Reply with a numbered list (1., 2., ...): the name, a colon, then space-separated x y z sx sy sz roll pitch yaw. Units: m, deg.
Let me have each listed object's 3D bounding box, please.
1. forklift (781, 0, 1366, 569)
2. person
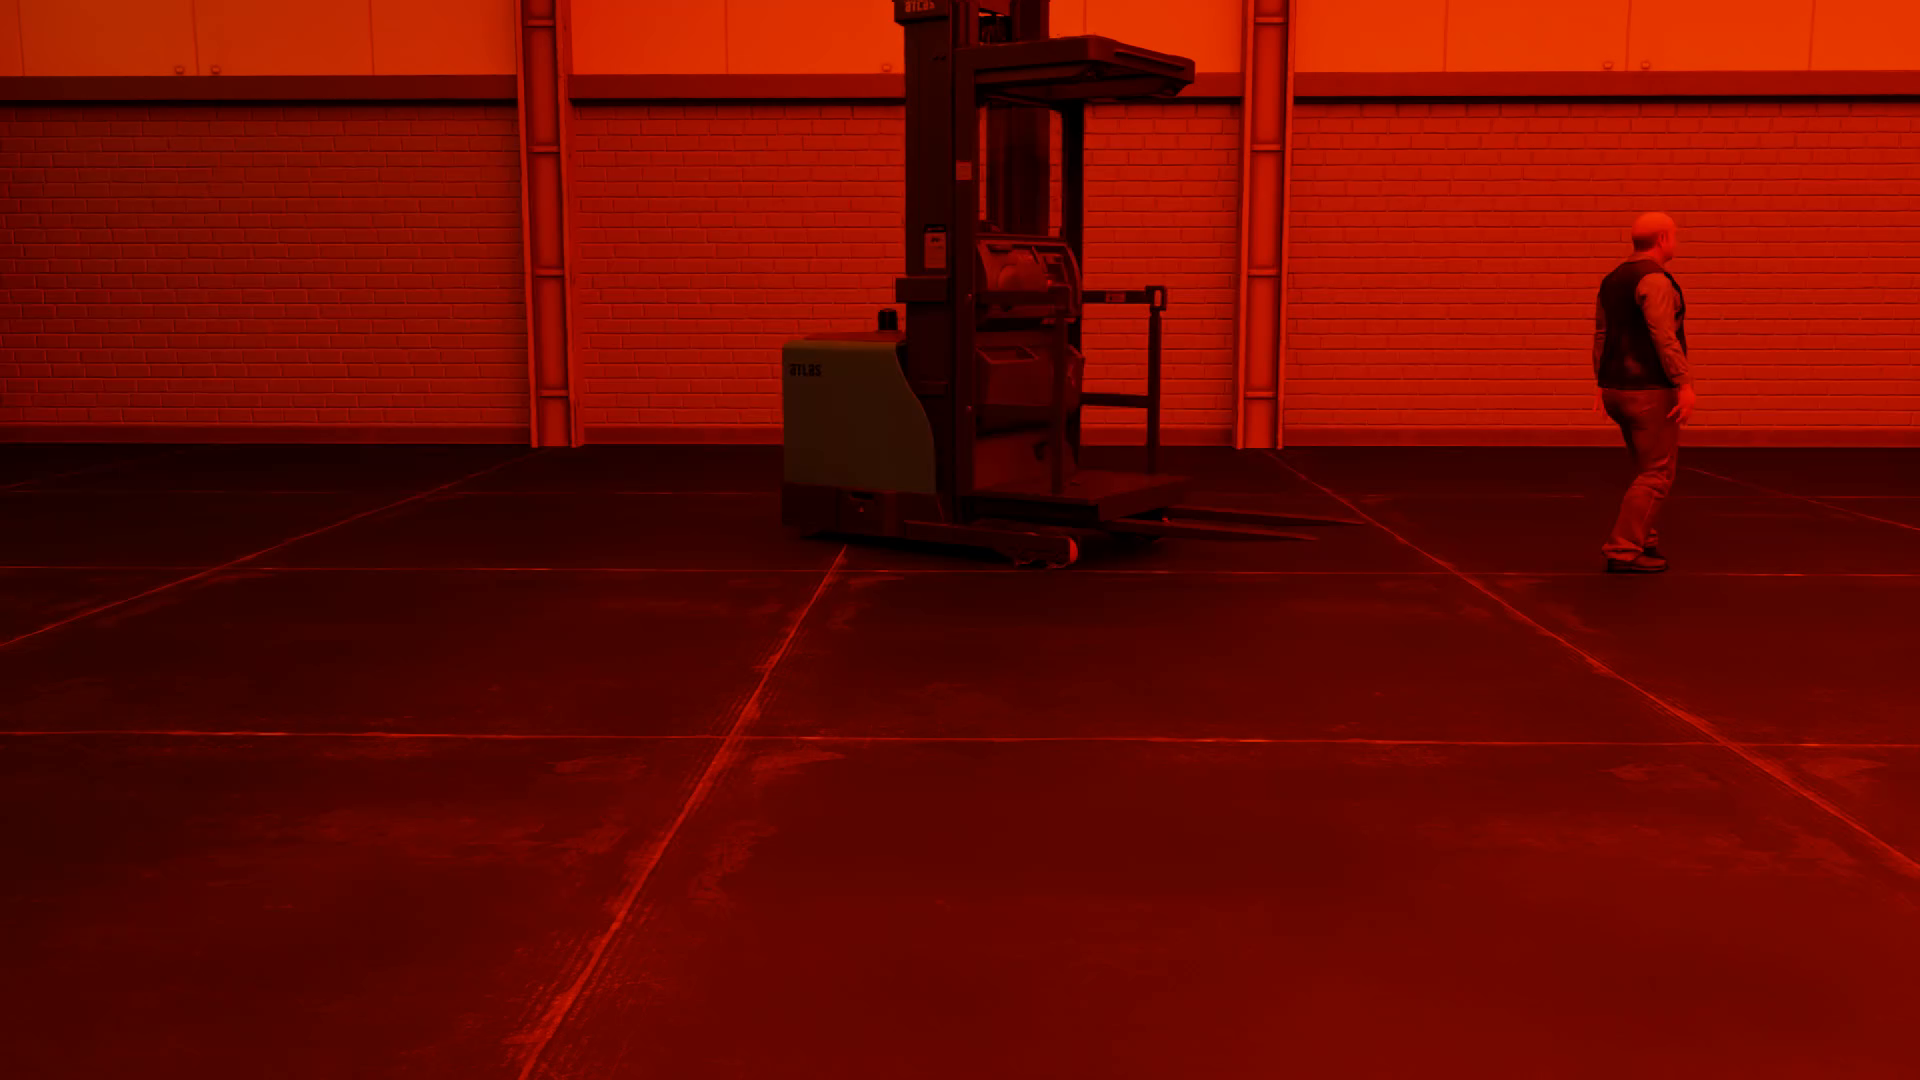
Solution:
1. forklift: 0.532 -1.399 8.453 3.031 2.935 1.130 6 10 33
2. person: 3.342 -0.679 7.991 0.535 1.763 0.621 -1 9 -6
